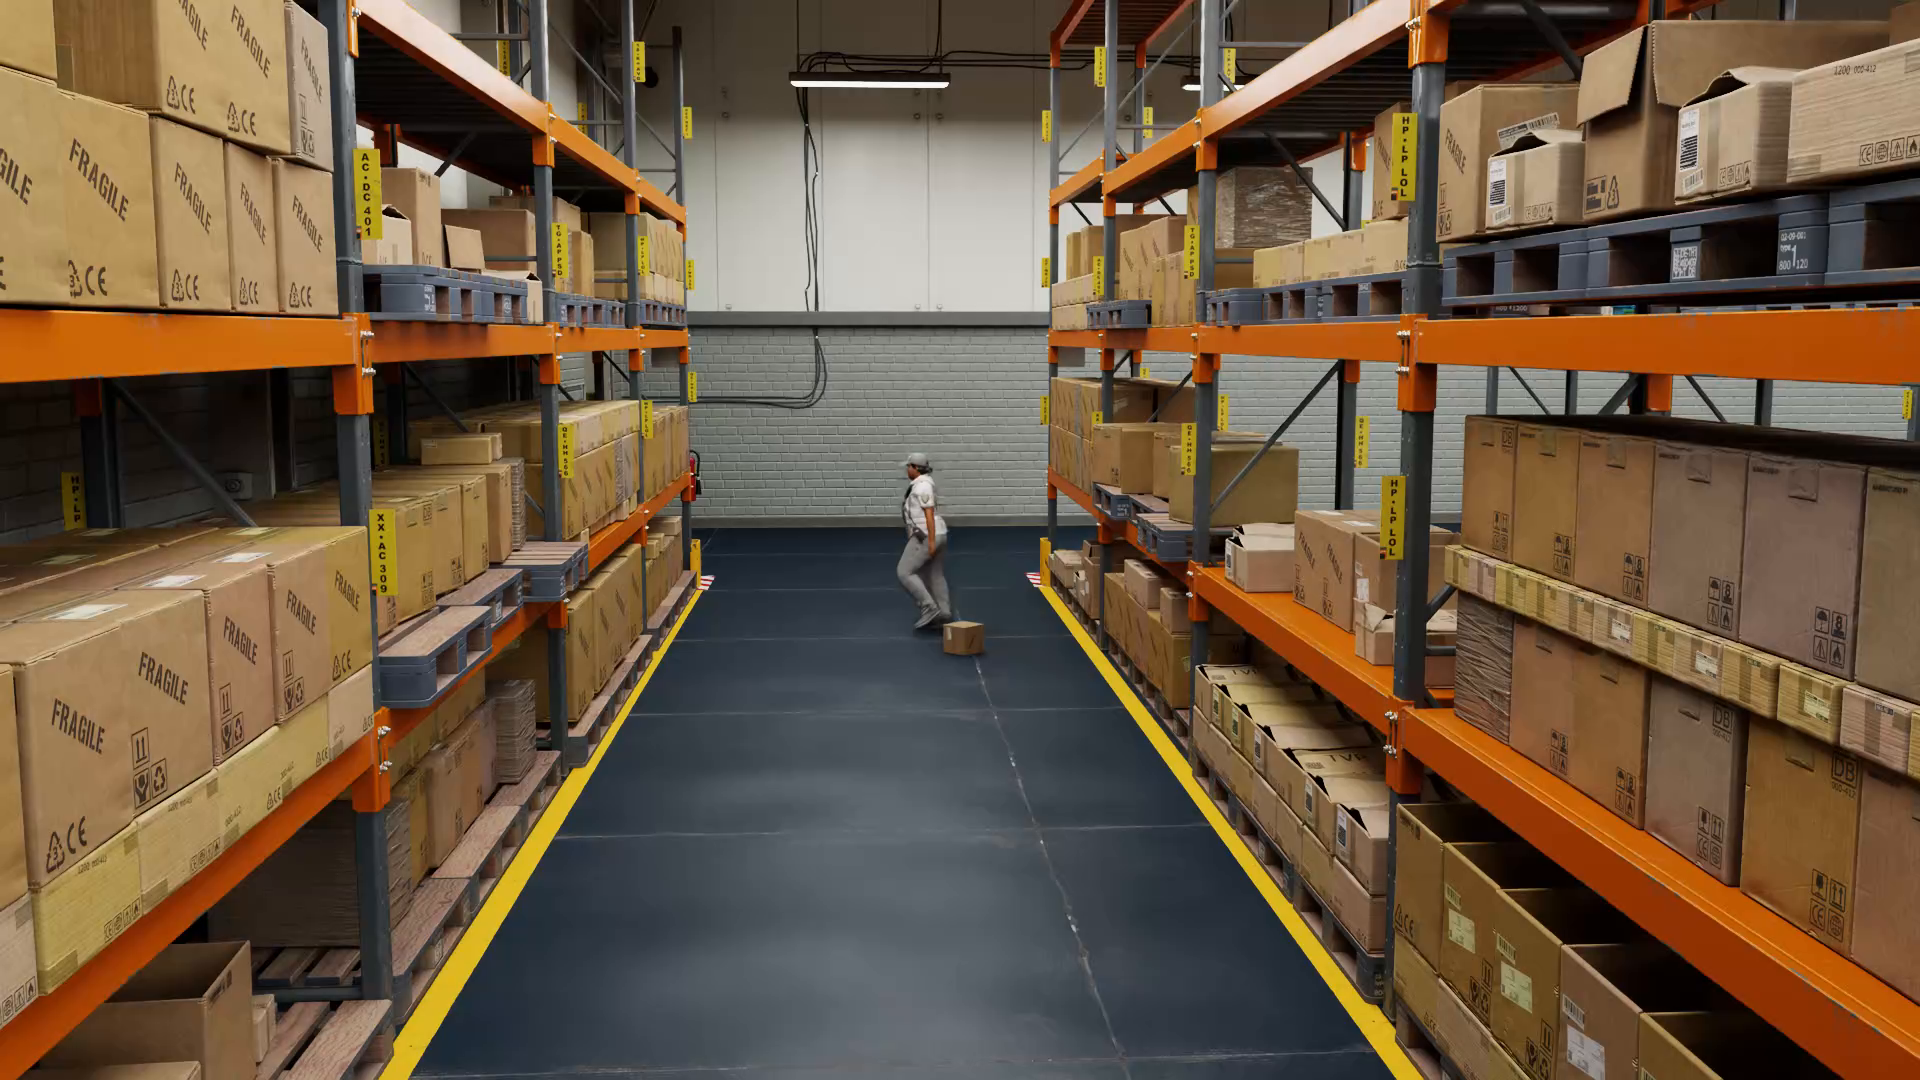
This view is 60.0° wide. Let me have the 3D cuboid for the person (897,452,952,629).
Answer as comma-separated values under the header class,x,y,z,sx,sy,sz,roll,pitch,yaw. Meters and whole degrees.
class,x,y,z,sx,sy,sz,roll,pitch,yaw
person,-0.325,0.004,15.601,0.511,1.647,0.527,1,7,9
